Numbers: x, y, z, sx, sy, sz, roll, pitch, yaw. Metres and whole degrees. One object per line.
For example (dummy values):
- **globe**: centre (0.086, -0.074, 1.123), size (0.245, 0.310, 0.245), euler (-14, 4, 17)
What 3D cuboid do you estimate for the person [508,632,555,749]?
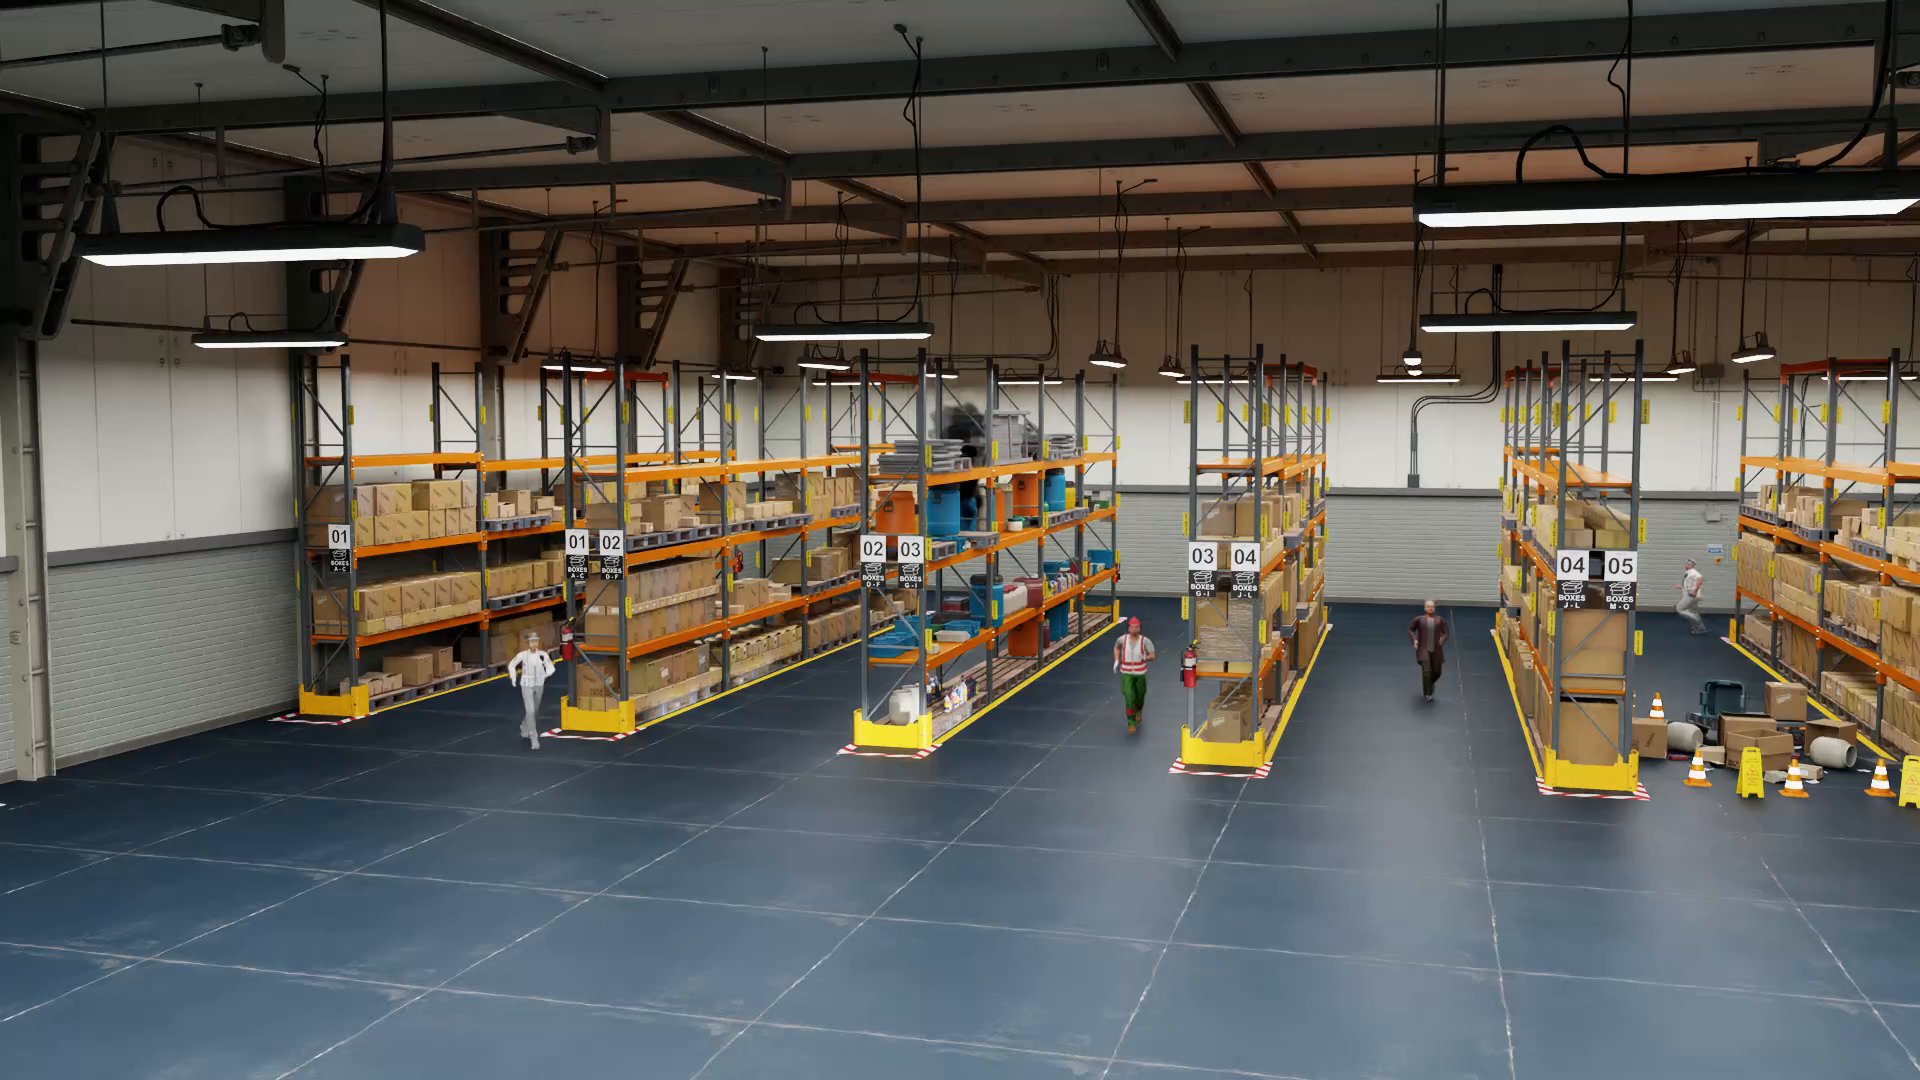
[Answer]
- **person**: centre (-6.499, 2.259, 25.340), size (0.656, 1.719, 0.898), euler (-3, 5, -34)

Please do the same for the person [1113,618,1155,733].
- **person**: centre (2.757, 2.107, 26.299), size (0.661, 1.769, 0.993), euler (1, 4, 7)

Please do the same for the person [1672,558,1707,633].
- **person**: centre (16.714, 1.273, 38.094), size (0.756, 1.739, 0.693), euler (2, 5, 25)

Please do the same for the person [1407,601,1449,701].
- **person**: centre (8.253, 1.938, 29.299), size (0.715, 1.735, 0.826), euler (0, 4, 6)
